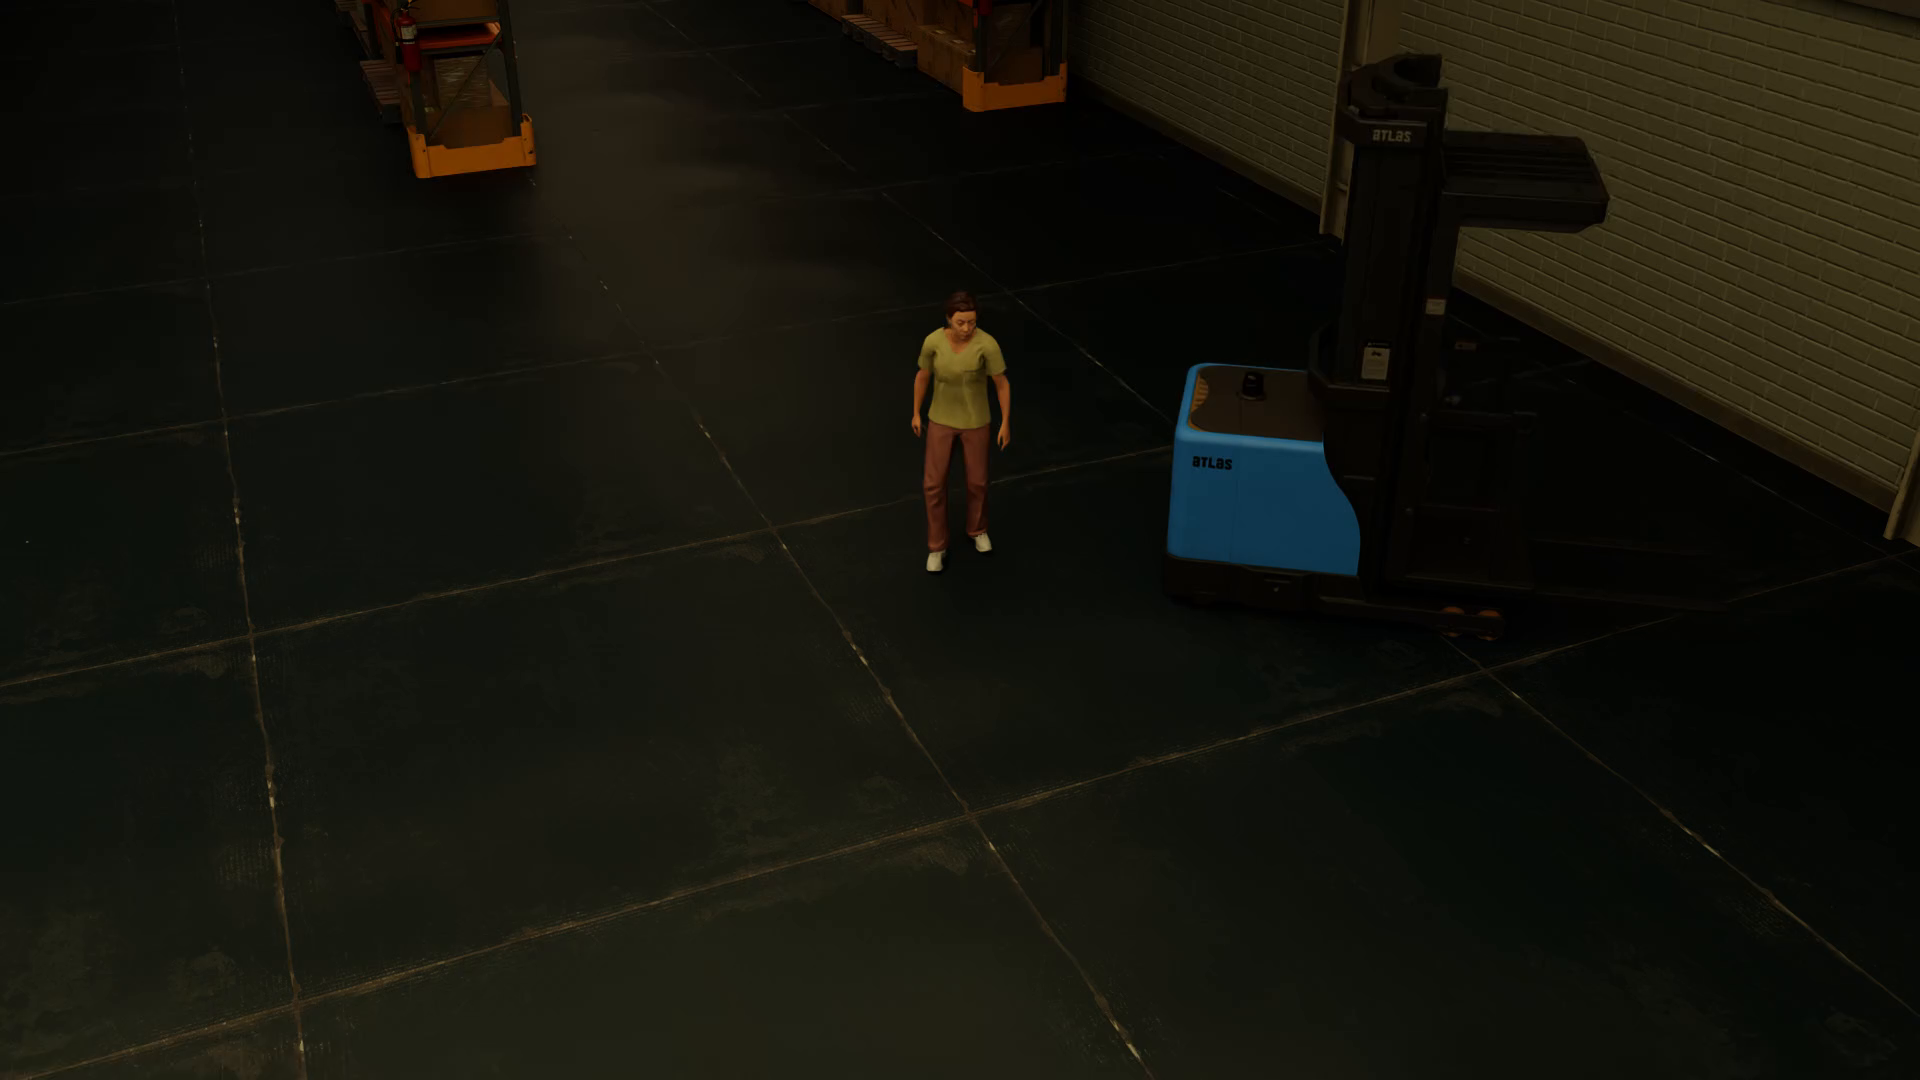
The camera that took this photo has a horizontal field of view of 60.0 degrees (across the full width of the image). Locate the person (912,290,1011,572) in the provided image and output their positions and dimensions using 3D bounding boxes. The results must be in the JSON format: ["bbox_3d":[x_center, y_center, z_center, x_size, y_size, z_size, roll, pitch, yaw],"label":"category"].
[{"bbox_3d":[-0.002,-0.635,9.517,0.588,1.656,0.587,3,30,6],"label":"person"}]

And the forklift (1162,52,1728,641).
[{"bbox_3d":[2.719,-1.009,8.885,3.031,2.935,1.130,6,30,10],"label":"forklift"}]
